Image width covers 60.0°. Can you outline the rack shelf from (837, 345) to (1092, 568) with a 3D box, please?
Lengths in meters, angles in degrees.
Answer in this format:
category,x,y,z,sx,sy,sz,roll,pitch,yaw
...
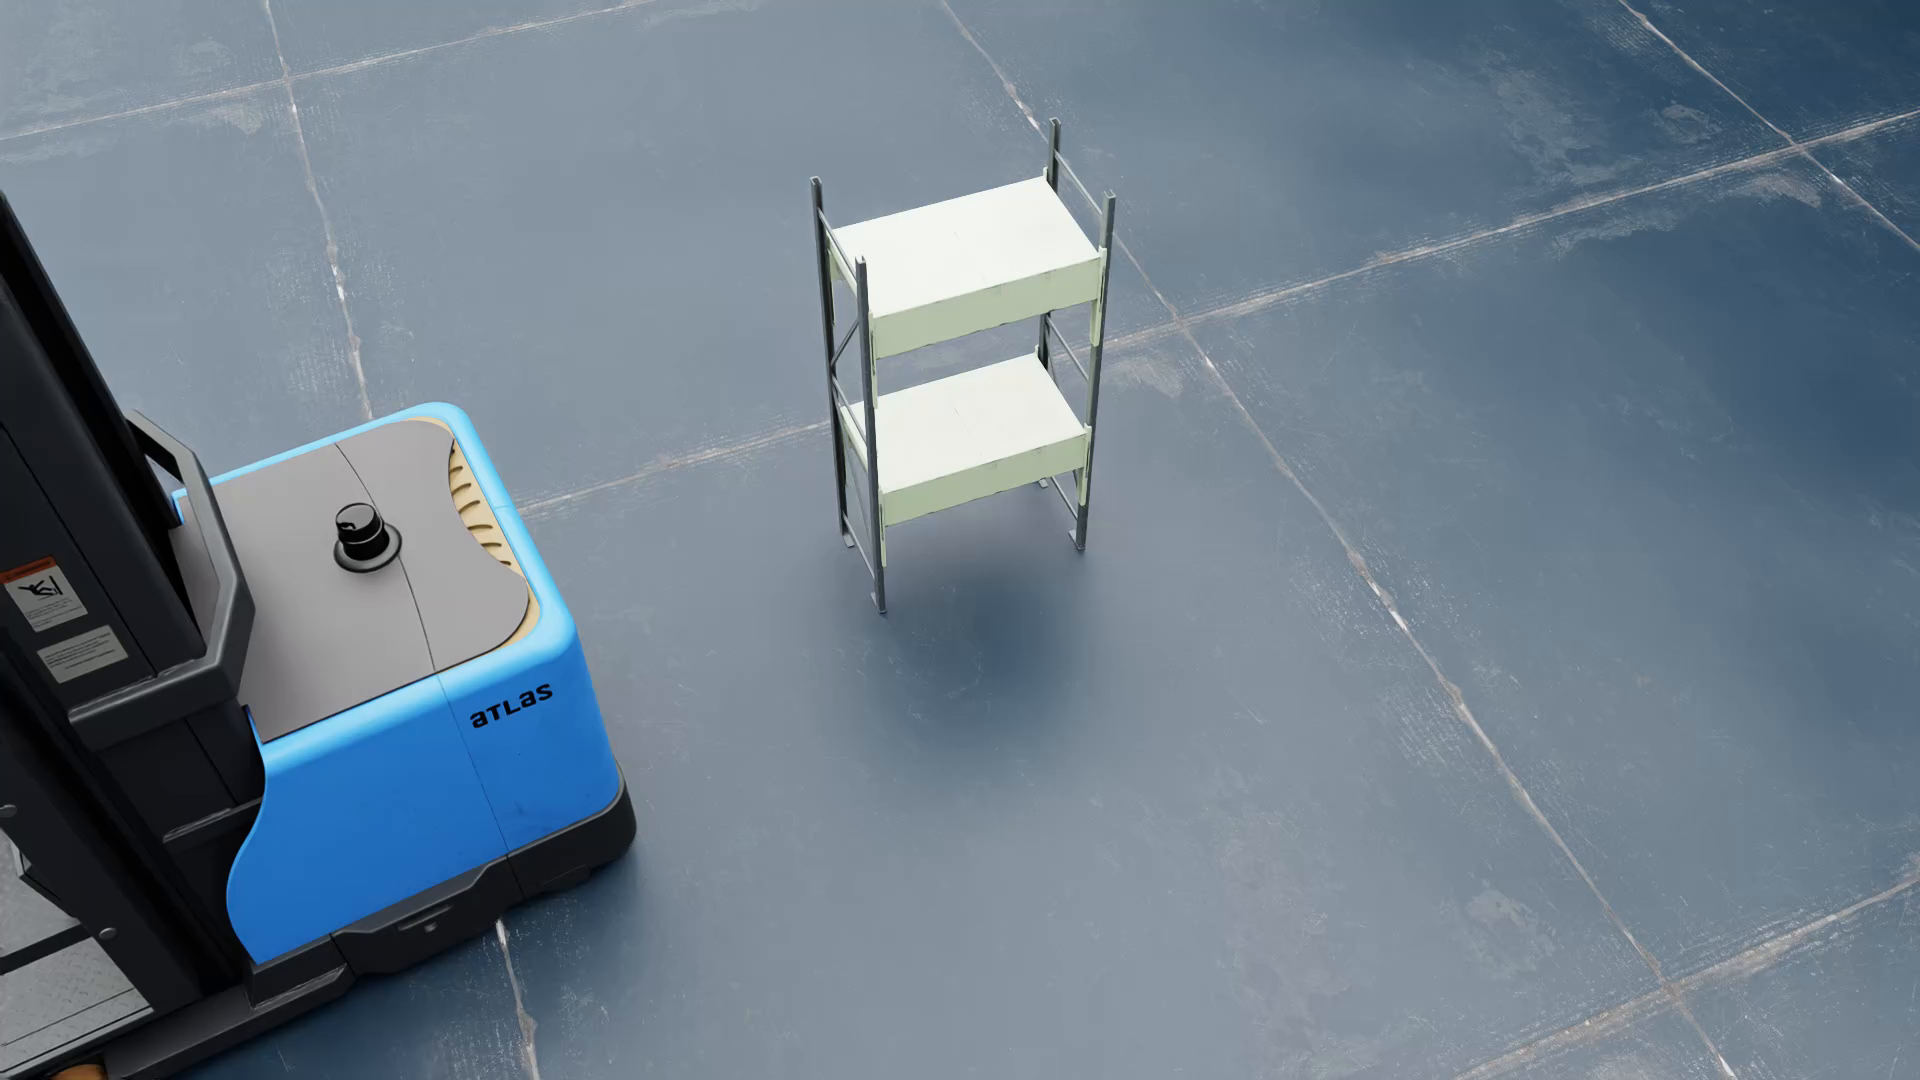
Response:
category,x,y,z,sx,sy,sz,roll,pitch,yaw
rack shelf,0.006,-0.278,5.430,0.720,0.370,0.431,-17,52,-14

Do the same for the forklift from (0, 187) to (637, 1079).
category,x,y,z,sx,sy,sz,roll,pitch,yaw
forklift,-2.495,0.199,3.647,3.031,2.935,1.130,-23,53,-19

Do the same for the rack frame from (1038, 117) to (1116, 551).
category,x,y,z,sx,sy,sz,roll,pitch,yaw
rack frame,0.345,-0.596,5.273,0.023,1.500,0.400,-17,52,-14

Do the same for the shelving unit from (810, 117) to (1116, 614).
category,x,y,z,sx,sy,sz,roll,pitch,yaw
shelving unit,0.006,-0.491,5.183,0.755,1.500,0.431,-17,52,-14

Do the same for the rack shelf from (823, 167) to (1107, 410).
category,x,y,z,sx,sy,sz,roll,pitch,yaw
rack shelf,0.006,-0.745,4.887,0.720,0.370,0.431,-17,52,-14

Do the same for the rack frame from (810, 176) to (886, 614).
category,x,y,z,sx,sy,sz,roll,pitch,yaw
rack frame,-0.333,-0.386,5.093,0.023,1.500,0.400,-17,52,-14
